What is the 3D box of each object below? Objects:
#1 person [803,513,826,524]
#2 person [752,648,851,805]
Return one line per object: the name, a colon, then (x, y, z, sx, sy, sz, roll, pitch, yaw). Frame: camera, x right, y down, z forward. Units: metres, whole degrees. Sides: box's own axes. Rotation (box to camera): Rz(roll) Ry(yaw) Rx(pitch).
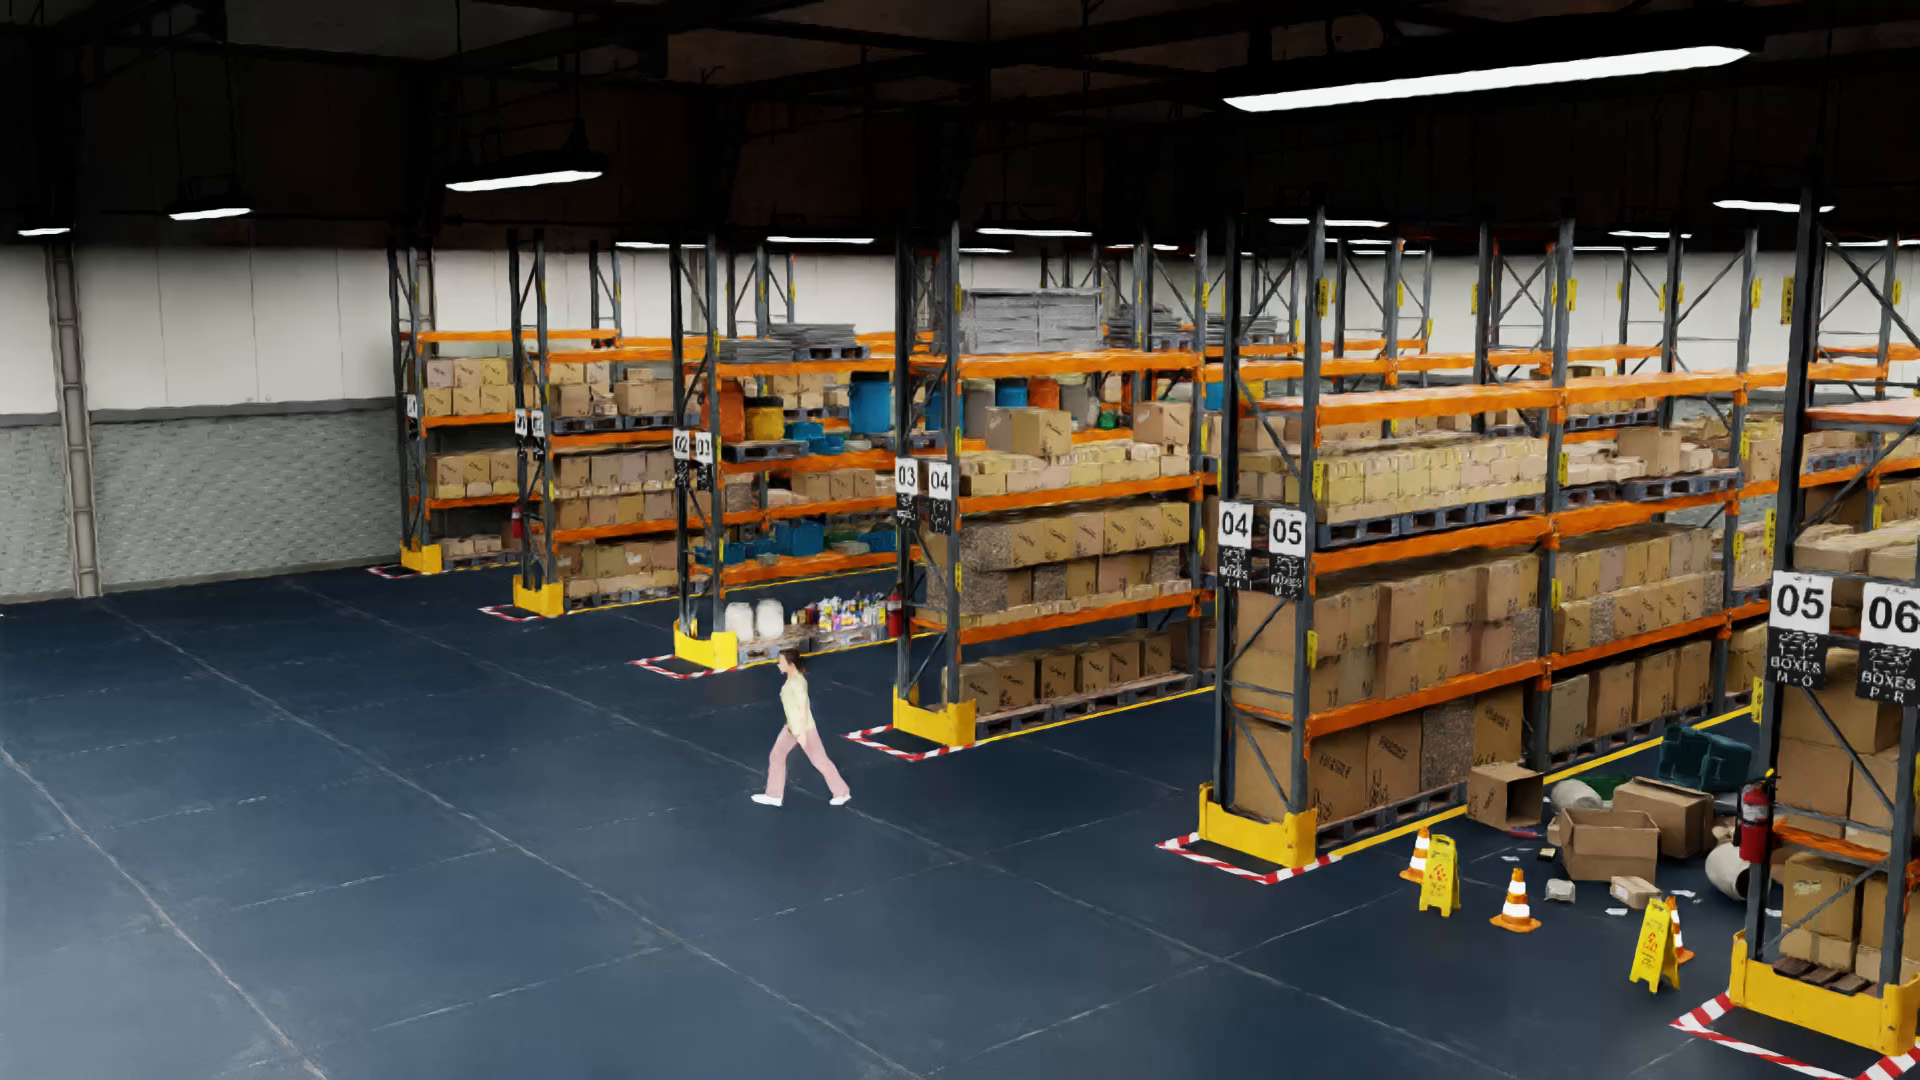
person: (-2.801, -0.536, 32.077, 0.517, 1.596, 0.625, -8, 12, -42)
person: (-1.569, 1.857, 16.465, 0.957, 1.612, 0.488, -3, 9, -18)
